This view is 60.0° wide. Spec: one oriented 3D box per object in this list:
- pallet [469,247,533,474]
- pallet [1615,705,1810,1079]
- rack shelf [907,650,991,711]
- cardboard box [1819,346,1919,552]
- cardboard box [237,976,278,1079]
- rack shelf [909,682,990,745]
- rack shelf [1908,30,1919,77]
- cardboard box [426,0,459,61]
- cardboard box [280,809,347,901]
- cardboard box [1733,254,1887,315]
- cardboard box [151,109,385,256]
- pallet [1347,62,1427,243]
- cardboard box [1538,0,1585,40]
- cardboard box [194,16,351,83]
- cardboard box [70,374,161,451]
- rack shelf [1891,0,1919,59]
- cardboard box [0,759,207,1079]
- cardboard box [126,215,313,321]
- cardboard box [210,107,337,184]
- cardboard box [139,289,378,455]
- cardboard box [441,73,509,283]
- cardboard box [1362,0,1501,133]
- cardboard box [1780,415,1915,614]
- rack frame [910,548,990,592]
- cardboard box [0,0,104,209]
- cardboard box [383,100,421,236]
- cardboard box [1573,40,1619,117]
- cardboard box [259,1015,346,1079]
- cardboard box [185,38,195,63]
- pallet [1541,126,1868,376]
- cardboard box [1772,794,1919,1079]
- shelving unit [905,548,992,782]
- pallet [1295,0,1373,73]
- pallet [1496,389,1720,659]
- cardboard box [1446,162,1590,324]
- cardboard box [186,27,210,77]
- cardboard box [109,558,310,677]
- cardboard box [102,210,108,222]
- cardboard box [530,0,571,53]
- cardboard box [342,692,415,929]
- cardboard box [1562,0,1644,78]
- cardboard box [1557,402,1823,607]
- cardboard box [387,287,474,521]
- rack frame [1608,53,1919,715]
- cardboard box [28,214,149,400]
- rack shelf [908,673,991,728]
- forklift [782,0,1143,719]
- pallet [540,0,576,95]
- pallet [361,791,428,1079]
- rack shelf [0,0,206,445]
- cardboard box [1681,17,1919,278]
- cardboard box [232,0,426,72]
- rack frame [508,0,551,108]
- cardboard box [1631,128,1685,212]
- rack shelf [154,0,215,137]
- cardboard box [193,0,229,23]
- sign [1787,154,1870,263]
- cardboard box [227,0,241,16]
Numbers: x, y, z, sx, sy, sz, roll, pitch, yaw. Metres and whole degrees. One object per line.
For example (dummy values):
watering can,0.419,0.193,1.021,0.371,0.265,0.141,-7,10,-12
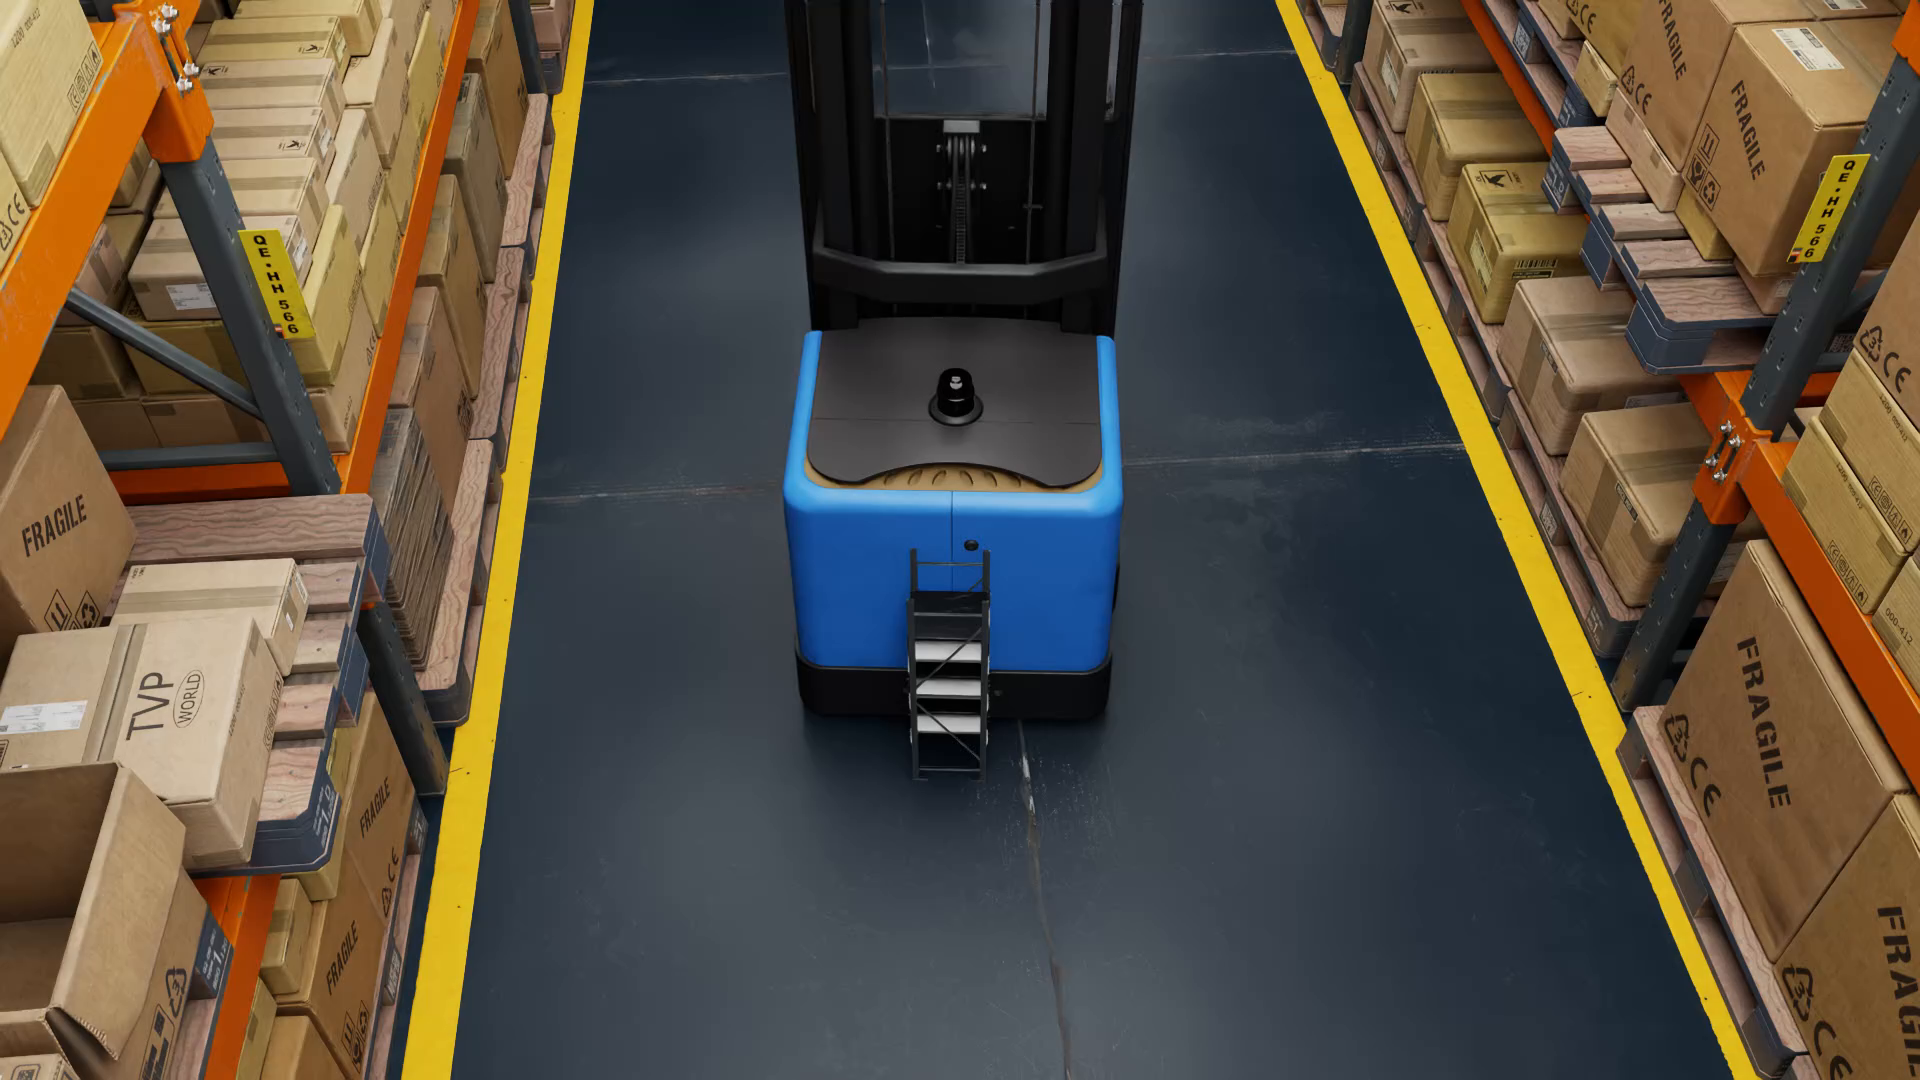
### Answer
pallet,-2.321,-0.725,6.791,1.003,0.211,1.213,-3,47,-3
pallet,2.744,1.024,5.135,1.003,0.211,1.213,-3,47,-3
rack shelf,-0.033,0.436,5.263,0.258,0.077,0.200,1,47,1
cardboard box,2.550,-0.248,4.178,0.500,0.250,0.500,-4,47,-4
cardboard box,-1.890,1.211,4.023,0.380,0.149,0.250,-2,47,-2
rack shelf,-0.033,0.559,5.394,0.258,0.077,0.200,1,47,1
rack shelf,2.921,0.153,2.469,1.077,0.370,4.000,-3,47,-3
cardboard box,-2.166,-1.975,6.157,0.500,0.250,0.500,-3,47,-3
cardboard box,-1.845,0.824,4.389,0.380,0.149,0.250,-6,47,-5
cardboard box,2.492,-0.791,4.817,0.380,0.149,0.250,-2,47,-2
cardboard box,-2.027,-1.024,4.913,0.500,0.250,0.500,-2,47,-2
pallet,2.485,-1.882,7.887,1.003,0.211,1.213,-3,47,-3
cardboard box,2.283,-1.907,5.874,0.380,0.149,0.250,-5,47,-5
cardboard box,-2.082,-1.457,5.048,0.380,0.149,0.250,-3,47,-3
cardboard box,-2.485,-0.463,4.726,0.500,0.250,0.500,-4,47,-4
rack shelf,2.586,-2.741,5.209,1.077,0.370,4.000,-3,47,-3
cardboard box,-1.872,0.784,3.081,0.797,0.503,0.637,-4,47,-4
cardboard box,-1.926,-0.711,4.342,0.380,0.149,0.250,-2,47,-2
cardboard box,-1.996,-1.089,4.700,0.380,0.149,0.250,-2,47,-2
cardboard box,-1.986,-0.490,4.751,0.500,0.250,0.500,-3,47,-3
cardboard box,-2.415,-1.489,6.940,0.875,0.625,0.625,-4,47,-4
cardboard box,2.465,-2.265,7.850,0.950,0.372,0.625,-3,47,-3
cardboard box,2.544,-0.089,4.371,0.500,0.250,0.500,-4,47,-4
rack frame,-0.030,0.339,5.309,0.240,0.900,0.006,1,47,1
cardboard box,-1.908,-0.829,3.006,0.500,0.250,0.500,-5,47,-5
cardboard box,-2.073,-1.226,5.449,0.500,0.250,0.500,-5,47,-5
cardboard box,2.281,-1.541,5.527,0.380,0.149,0.250,-3,47,-3
cardboard box,-1.865,1.544,4.154,0.500,0.500,0.500,-2,47,-2
cardboard box,-2.550,-1.427,5.020,0.380,0.149,0.250,-4,47,-4
pallet,2.588,-0.953,5.219,1.213,0.211,1.003,-3,47,-3
cardboard box,2.799,1.227,4.196,0.875,0.875,0.875,-3,47,-3
shelving unit,-0.033,0.413,5.239,0.258,0.900,0.210,1,47,1
pallet,2.327,-2.929,8.878,1.003,0.211,1.213,-3,47,-3
pallet,2.690,-0.116,6.215,1.003,0.211,1.213,-3,47,-3
cardboard box,2.589,-1.242,6.881,0.950,0.372,0.625,-2,47,-2
cardboard box,-2.591,-1.366,5.237,0.500,0.250,0.500,-4,47,-4
cardboard box,-1.755,0.189,3.889,0.380,0.149,0.250,-3,47,-3
cardboard box,-2.555,-0.868,4.491,0.380,0.149,0.250,-2,47,-2
cardboard box,-2.238,-2.668,8.316,0.500,0.250,0.500,-3,47,-3
cardboard box,-1.943,0.803,4.856,0.500,0.500,0.500,-2,47,-2
cardboard box,2.341,-1.841,5.365,0.500,0.500,0.500,-6,47,-6
cardboard box,2.716,-0.160,5.856,0.950,0.372,0.625,-6,47,-6
cardboard box,-2.294,-0.458,5.964,0.875,0.625,0.625,-2,47,-2
rack frame,2.753,-0.510,4.667,1.000,3.000,0.127,-3,47,-3
cardboard box,-2.507,-0.634,4.543,0.500,0.250,0.500,-3,47,-2
rack shelf,-0.033,0.498,5.329,0.258,0.077,0.200,1,47,1
forklift,0.018,-1.464,5.617,1.130,2.935,3.031,1,47,1
pallet,-2.552,-2.719,8.679,1.003,0.211,1.213,-3,47,-3
pallet,-2.168,1.296,4.877,1.003,0.211,1.213,-3,47,-3
rack shelf,-2.025,0.458,2.180,1.077,0.370,4.000,-3,47,-3
cardboard box,2.438,-1.103,4.666,0.500,0.500,0.500,-5,47,-4
cardboard box,-2.121,-1.772,5.621,0.500,0.250,0.500,-3,47,-3
rack frame,-2.527,-3.099,7.119,1.000,3.000,0.127,-3,47,-3
cardboard box,2.331,-1.160,5.166,0.380,0.149,0.250,-4,47,-4
rack shelf,-2.360,-2.436,4.921,1.077,0.370,4.000,-3,47,-3
cardboard box,-2.569,-1.795,5.369,0.380,0.149,0.250,-2,47,-2
sign,2.214,-0.841,4.238,0.100,0.325,0.005,-3,47,-3
cardboard box,-2.162,-1.827,5.399,0.380,0.149,0.250,-3,47,-3
